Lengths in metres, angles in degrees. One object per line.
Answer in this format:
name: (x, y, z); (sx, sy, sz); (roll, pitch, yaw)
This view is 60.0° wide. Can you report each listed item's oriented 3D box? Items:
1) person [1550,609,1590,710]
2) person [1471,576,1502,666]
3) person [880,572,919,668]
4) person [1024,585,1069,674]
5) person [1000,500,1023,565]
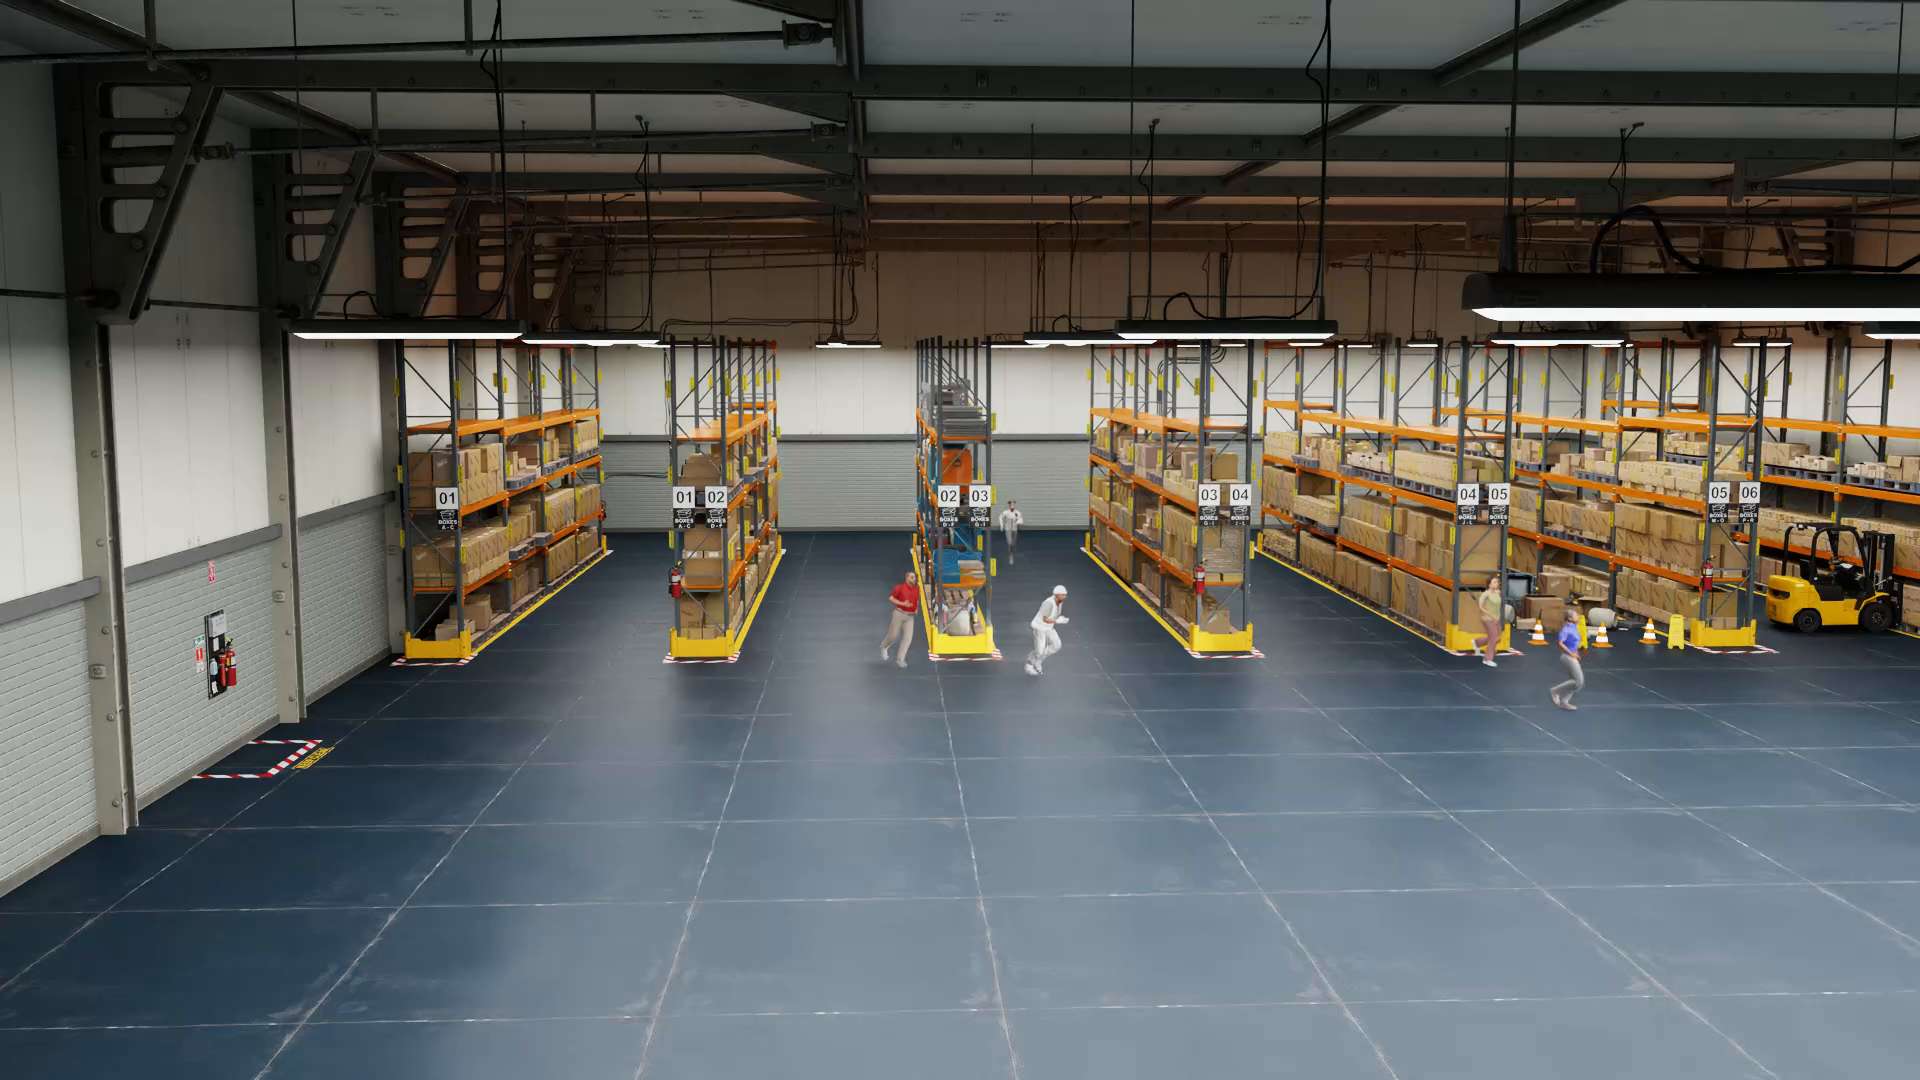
person: (9.760, 1.908, 26.592); (0.546, 1.609, 0.554); (4, 7, 28)
person: (9.668, 1.466, 30.467); (0.600, 1.648, 0.635); (-5, 8, -36)
person: (-1.009, 1.425, 30.548); (0.691, 1.704, 0.941); (-3, 7, -27)
person: (1.570, 1.583, 29.394); (0.910, 1.615, 0.713); (4, 7, 30)
person: (1.396, -0.213, 44.890); (0.575, 1.746, 0.817); (-1, 7, -11)
